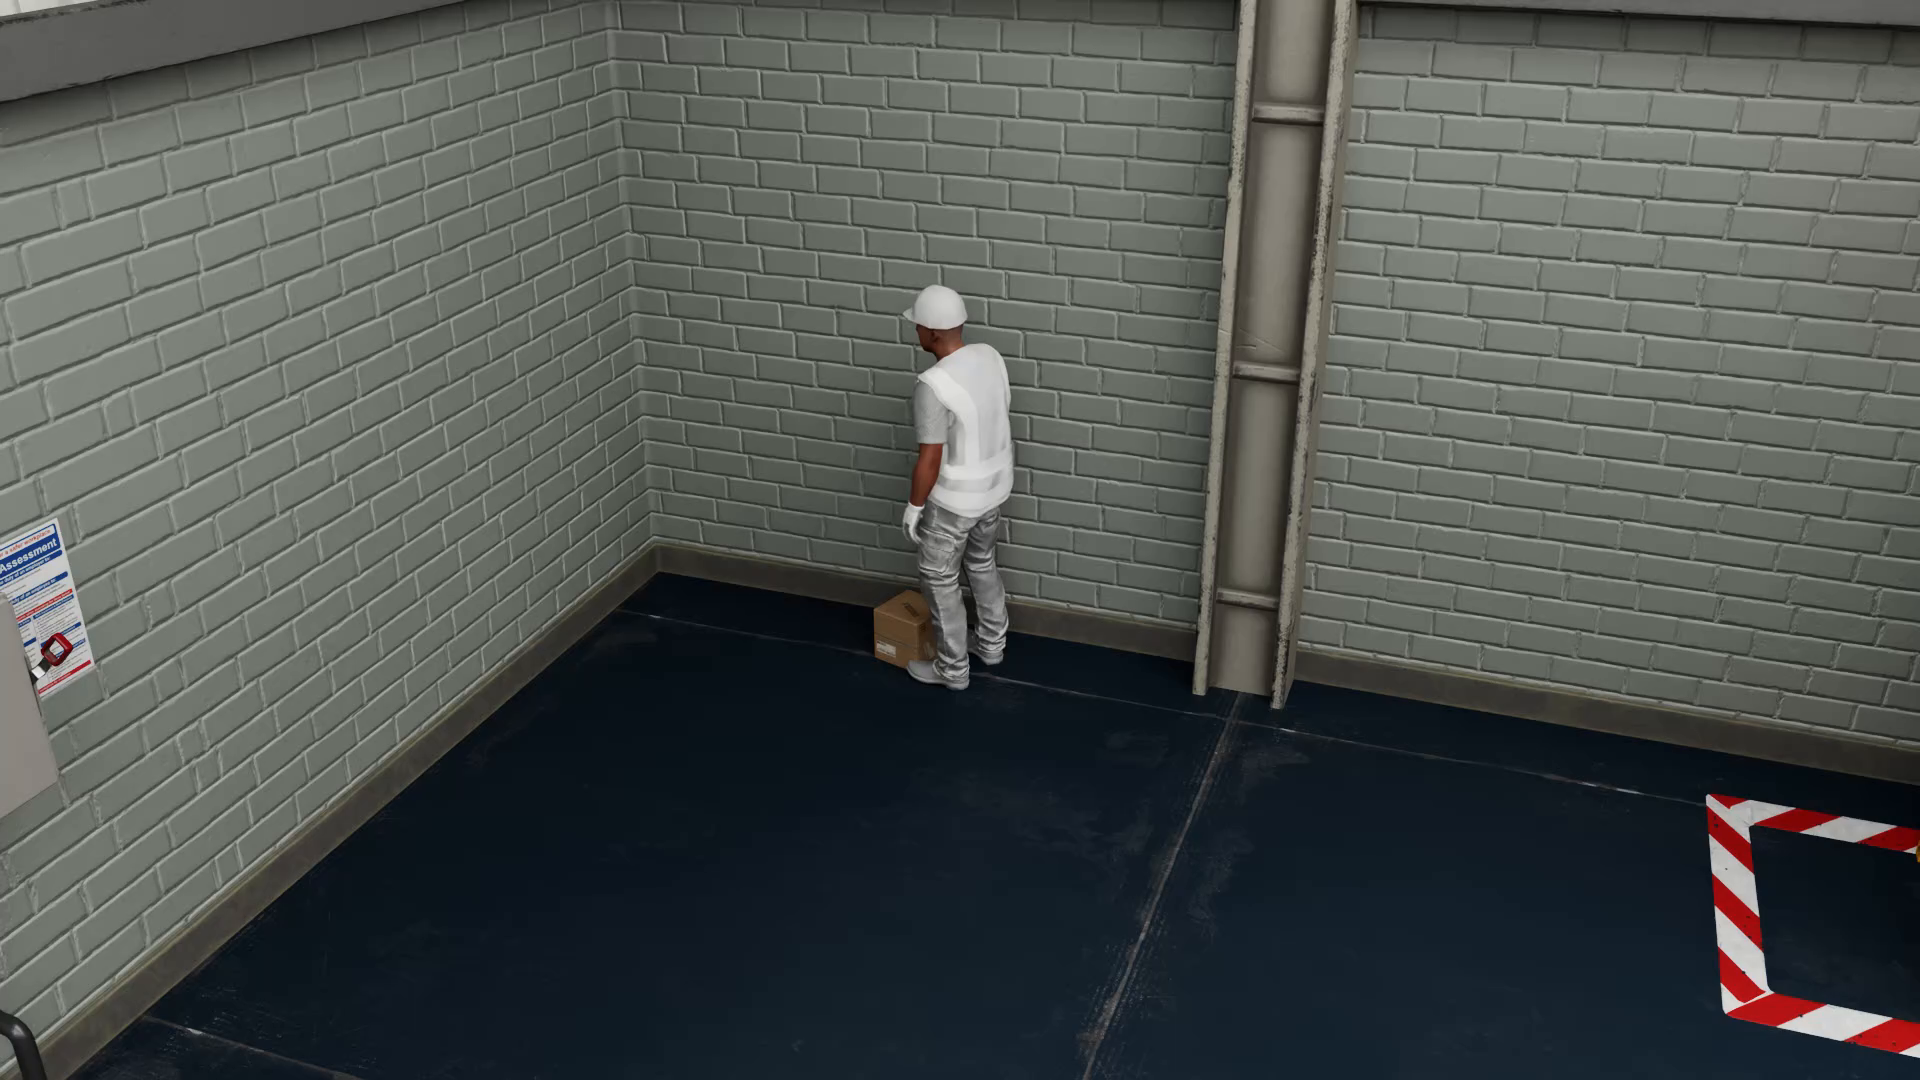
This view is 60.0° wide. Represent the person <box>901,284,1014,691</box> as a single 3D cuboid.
[{"bbox_3d":[-0.020,-0.212,7.040,0.443,1.775,0.630,17,30,32],"label":"person"}]
